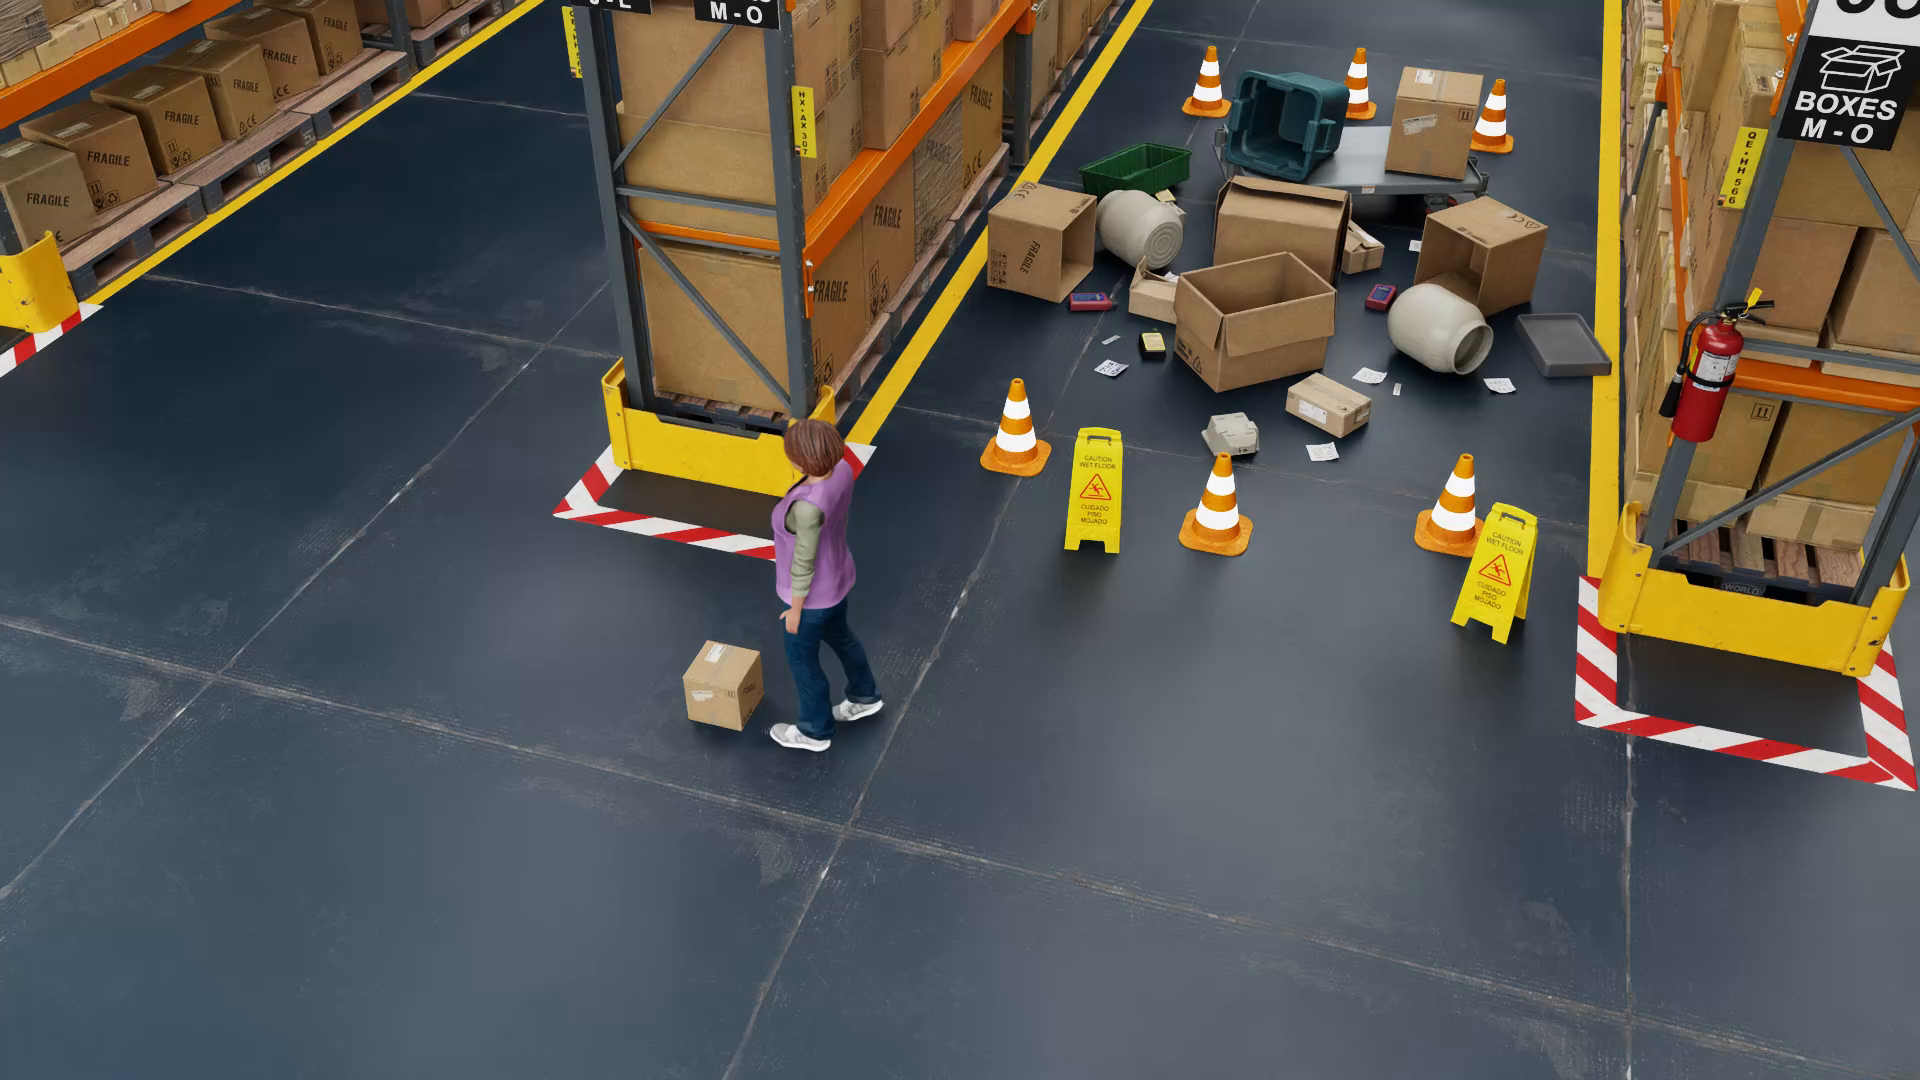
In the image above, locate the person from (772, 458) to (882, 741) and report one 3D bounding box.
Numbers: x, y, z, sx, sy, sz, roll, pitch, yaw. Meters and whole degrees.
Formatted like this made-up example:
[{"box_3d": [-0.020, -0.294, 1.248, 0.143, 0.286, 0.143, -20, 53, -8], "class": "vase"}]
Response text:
[{"box_3d": [-0.547, 0.257, 6.694, 0.339, 1.306, 0.428, 12, 39, 15], "class": "person"}]
